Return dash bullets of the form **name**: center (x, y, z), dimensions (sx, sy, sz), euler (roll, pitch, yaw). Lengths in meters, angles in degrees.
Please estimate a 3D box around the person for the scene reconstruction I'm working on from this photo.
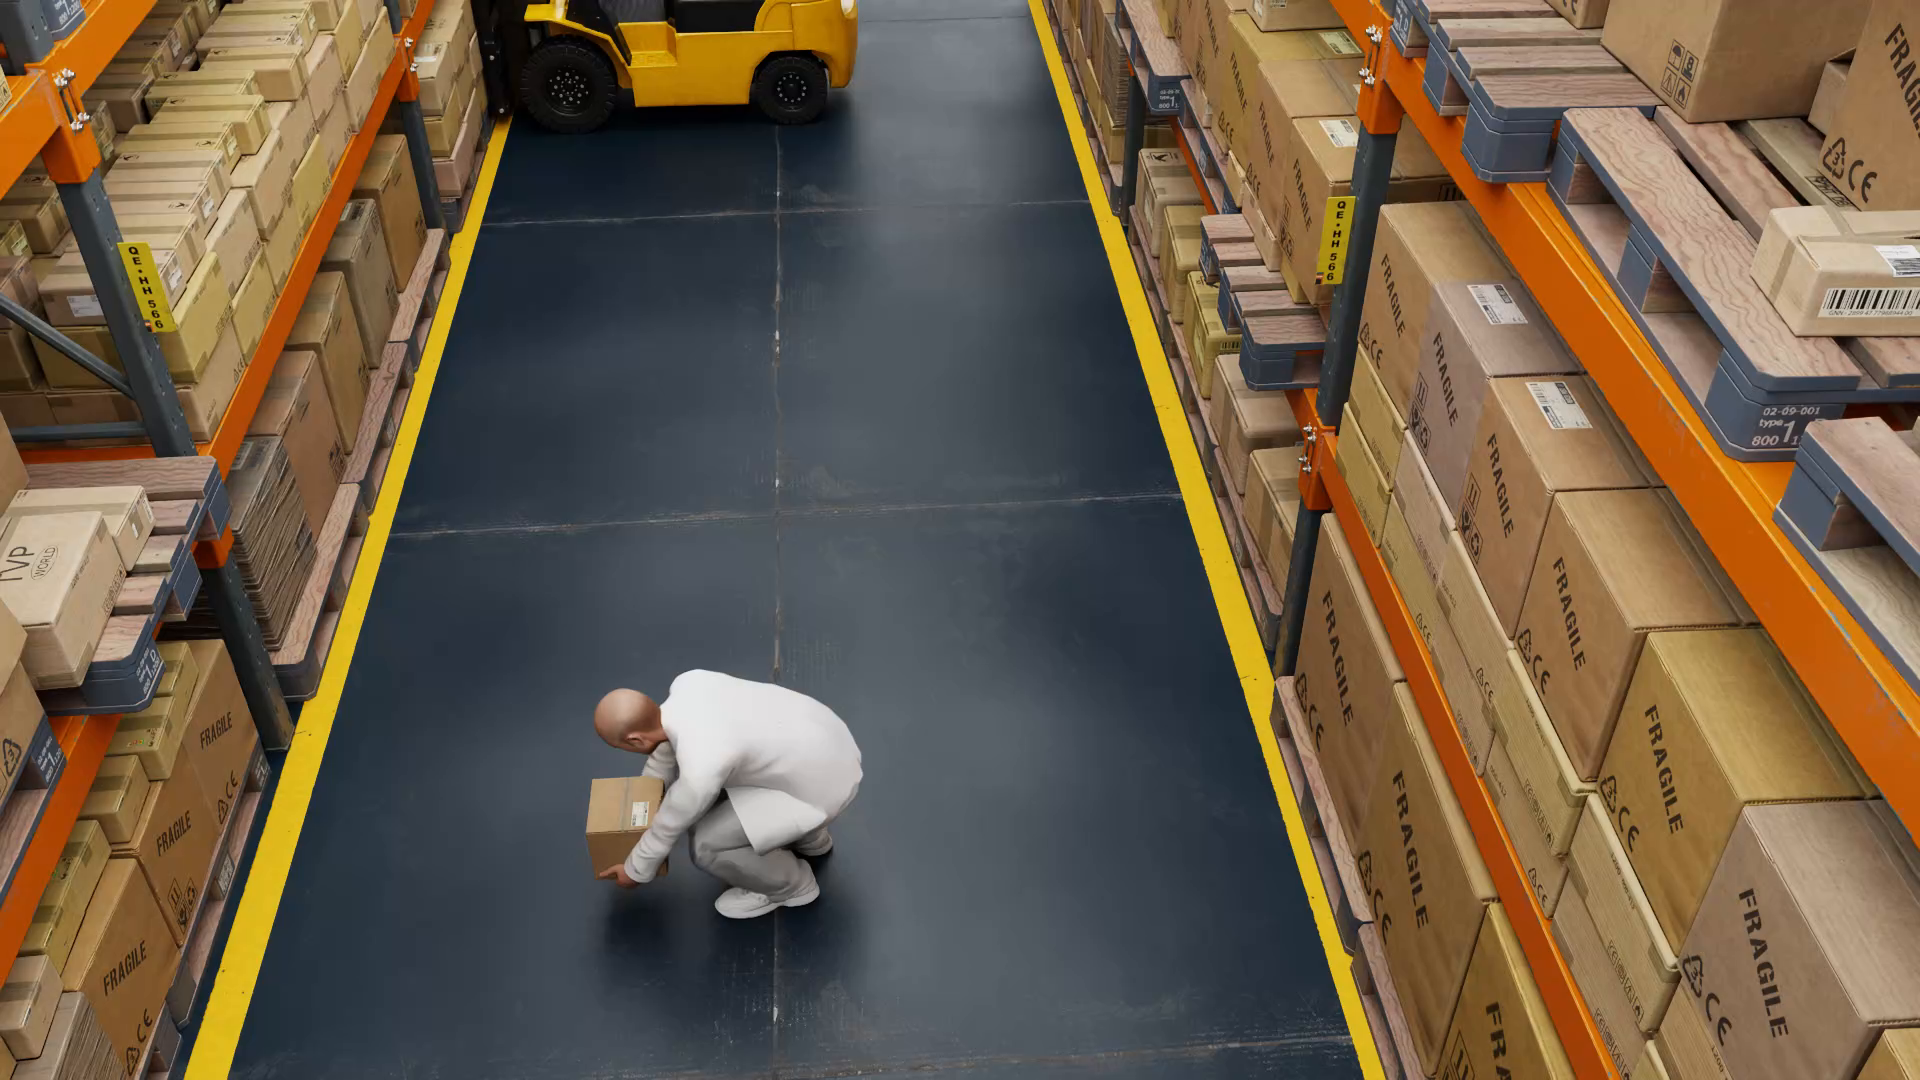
- **person**: center (-0.800, 0.869, 5.761), dimensions (0.930, 0.930, 0.568), euler (-4, 39, -5)
